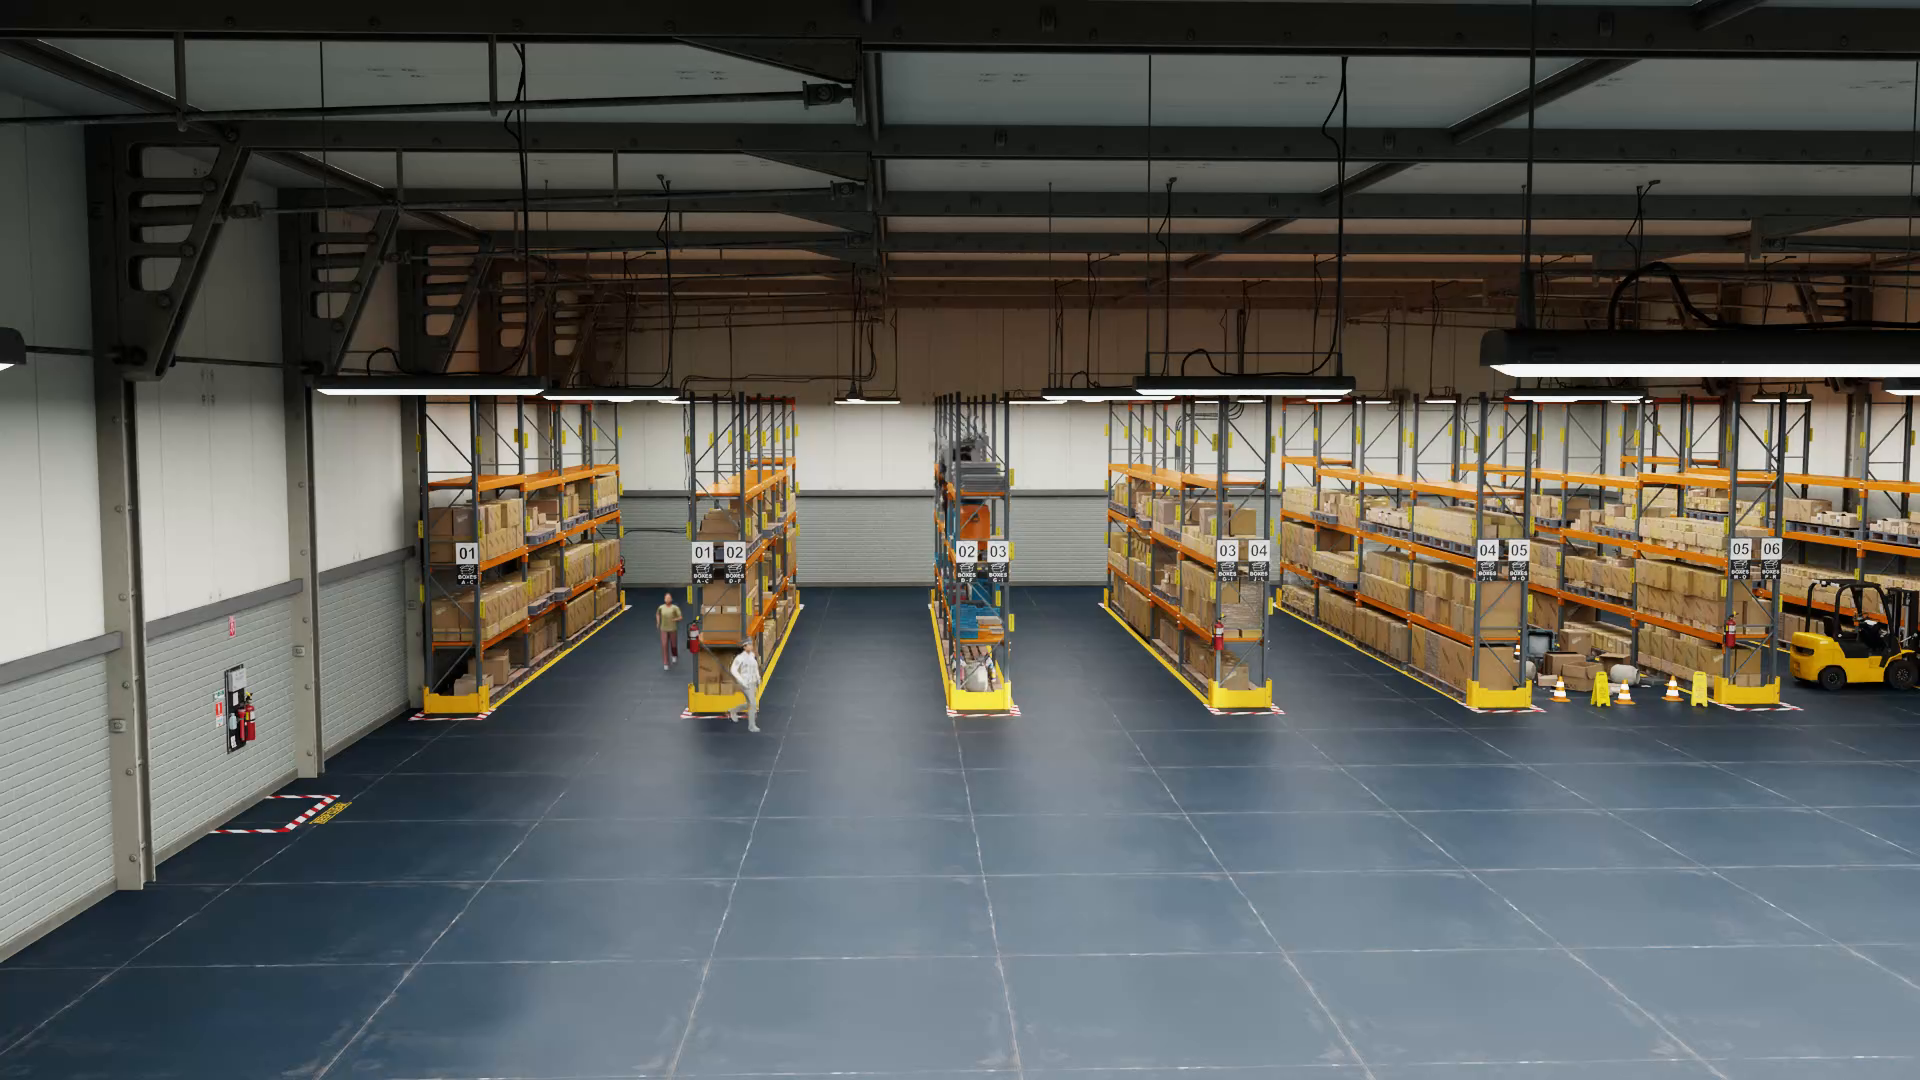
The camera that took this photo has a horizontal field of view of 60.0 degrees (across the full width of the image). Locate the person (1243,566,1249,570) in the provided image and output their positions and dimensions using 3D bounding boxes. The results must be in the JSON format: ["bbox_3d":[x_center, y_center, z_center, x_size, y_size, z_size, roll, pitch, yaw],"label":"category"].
[{"bbox_3d":[8.055,1.227,46.328,0.550,1.591,0.779,0,5,-5],"label":"person"}]

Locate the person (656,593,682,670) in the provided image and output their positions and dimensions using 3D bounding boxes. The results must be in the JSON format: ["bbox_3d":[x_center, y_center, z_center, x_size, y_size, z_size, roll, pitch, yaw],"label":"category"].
[{"bbox_3d":[-6.371,1.976,36.367,0.586,1.645,0.914,0,5,-3],"label":"person"}]

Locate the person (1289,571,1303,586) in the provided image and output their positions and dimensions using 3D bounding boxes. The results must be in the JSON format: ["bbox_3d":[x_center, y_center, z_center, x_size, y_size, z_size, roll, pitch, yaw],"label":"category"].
[{"bbox_3d":[9.981,0.922,48.939,0.795,1.742,0.698,-1,5,-7],"label":"person"}]

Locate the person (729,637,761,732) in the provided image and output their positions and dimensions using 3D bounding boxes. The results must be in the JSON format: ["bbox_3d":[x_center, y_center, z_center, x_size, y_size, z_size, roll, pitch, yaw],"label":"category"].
[{"bbox_3d":[-3.820,2.545,29.499,0.714,1.681,0.647,2,5,27],"label":"person"}]
